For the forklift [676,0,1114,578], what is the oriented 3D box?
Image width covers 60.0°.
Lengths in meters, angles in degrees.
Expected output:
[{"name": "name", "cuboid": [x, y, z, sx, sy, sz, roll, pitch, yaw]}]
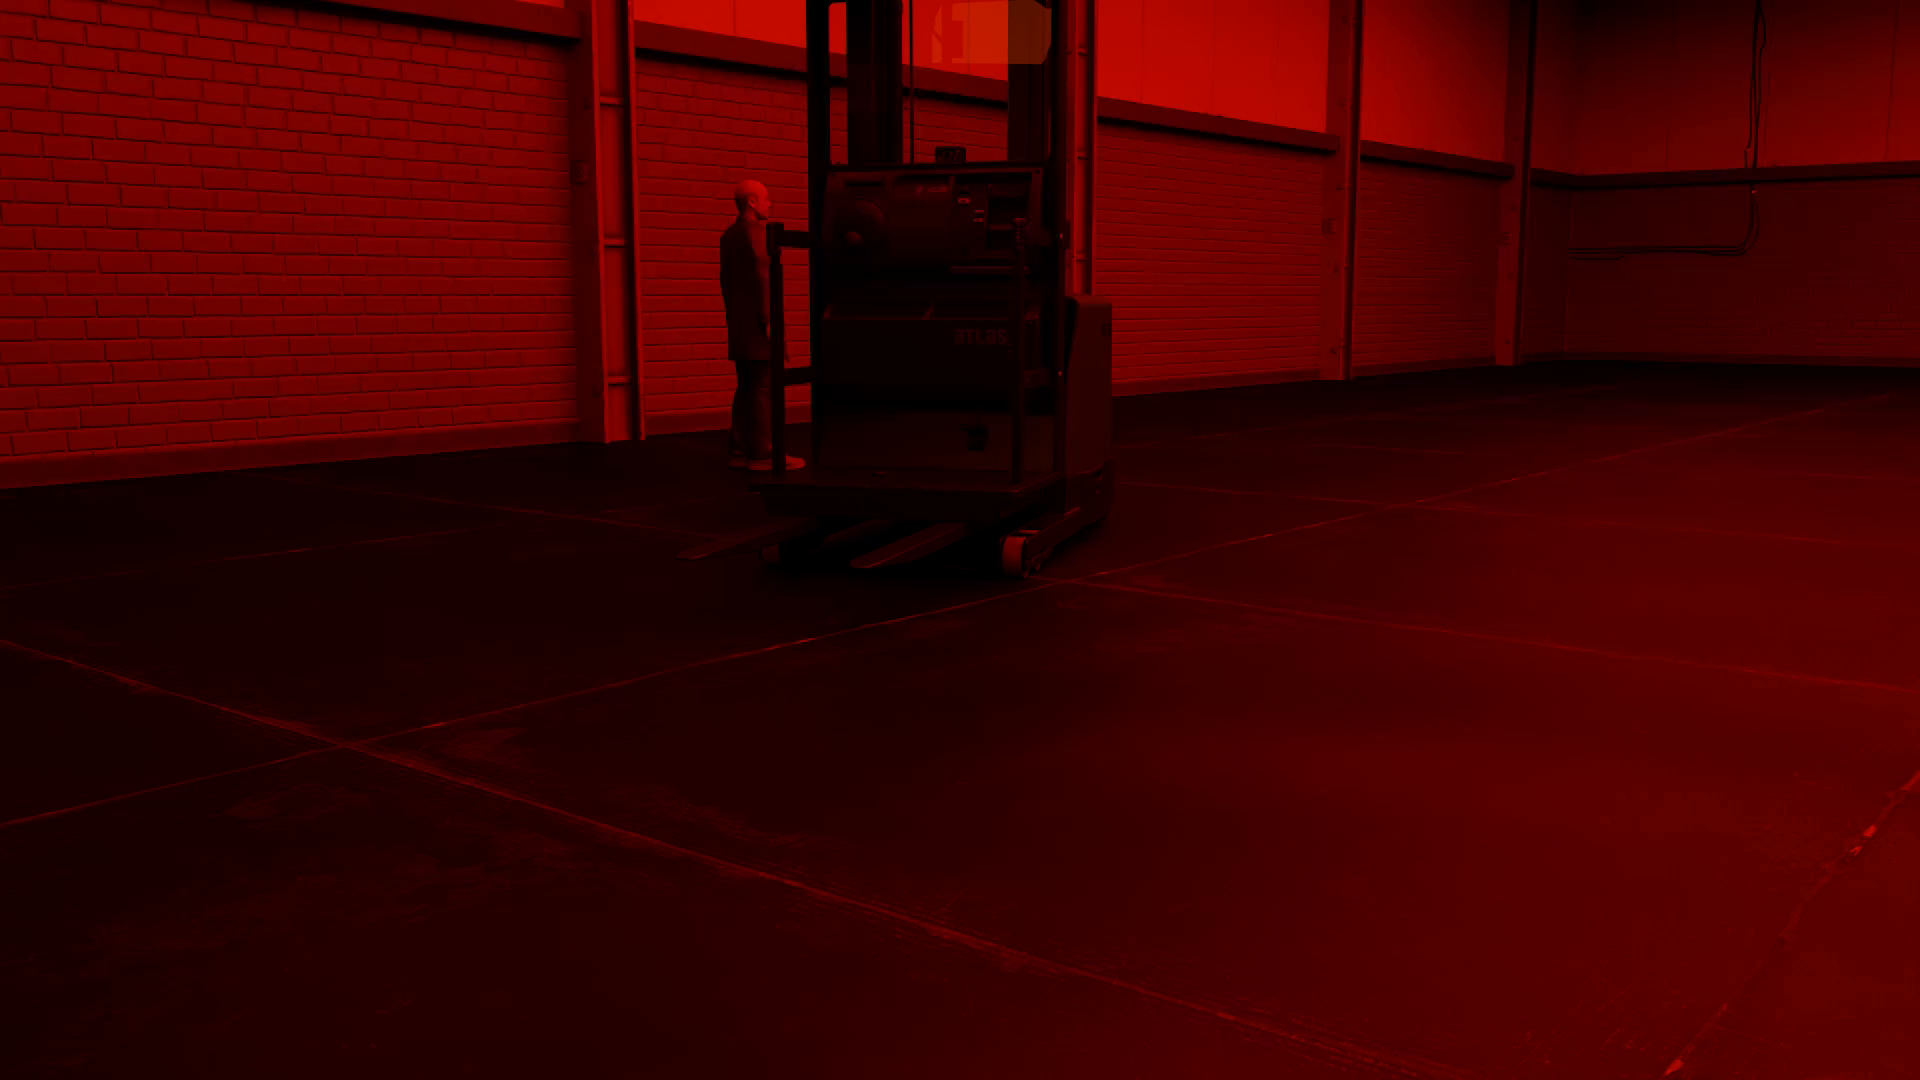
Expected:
[{"name": "forklift", "cuboid": [-0.176, -1.366, 6.616, 1.130, 2.935, 3.031, 3, 9, 17]}]

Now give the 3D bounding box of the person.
[{"name": "person", "cuboid": [-1.243, -1.336, 10.381, 0.400, 1.783, 0.605, -5, 10, -31]}]
